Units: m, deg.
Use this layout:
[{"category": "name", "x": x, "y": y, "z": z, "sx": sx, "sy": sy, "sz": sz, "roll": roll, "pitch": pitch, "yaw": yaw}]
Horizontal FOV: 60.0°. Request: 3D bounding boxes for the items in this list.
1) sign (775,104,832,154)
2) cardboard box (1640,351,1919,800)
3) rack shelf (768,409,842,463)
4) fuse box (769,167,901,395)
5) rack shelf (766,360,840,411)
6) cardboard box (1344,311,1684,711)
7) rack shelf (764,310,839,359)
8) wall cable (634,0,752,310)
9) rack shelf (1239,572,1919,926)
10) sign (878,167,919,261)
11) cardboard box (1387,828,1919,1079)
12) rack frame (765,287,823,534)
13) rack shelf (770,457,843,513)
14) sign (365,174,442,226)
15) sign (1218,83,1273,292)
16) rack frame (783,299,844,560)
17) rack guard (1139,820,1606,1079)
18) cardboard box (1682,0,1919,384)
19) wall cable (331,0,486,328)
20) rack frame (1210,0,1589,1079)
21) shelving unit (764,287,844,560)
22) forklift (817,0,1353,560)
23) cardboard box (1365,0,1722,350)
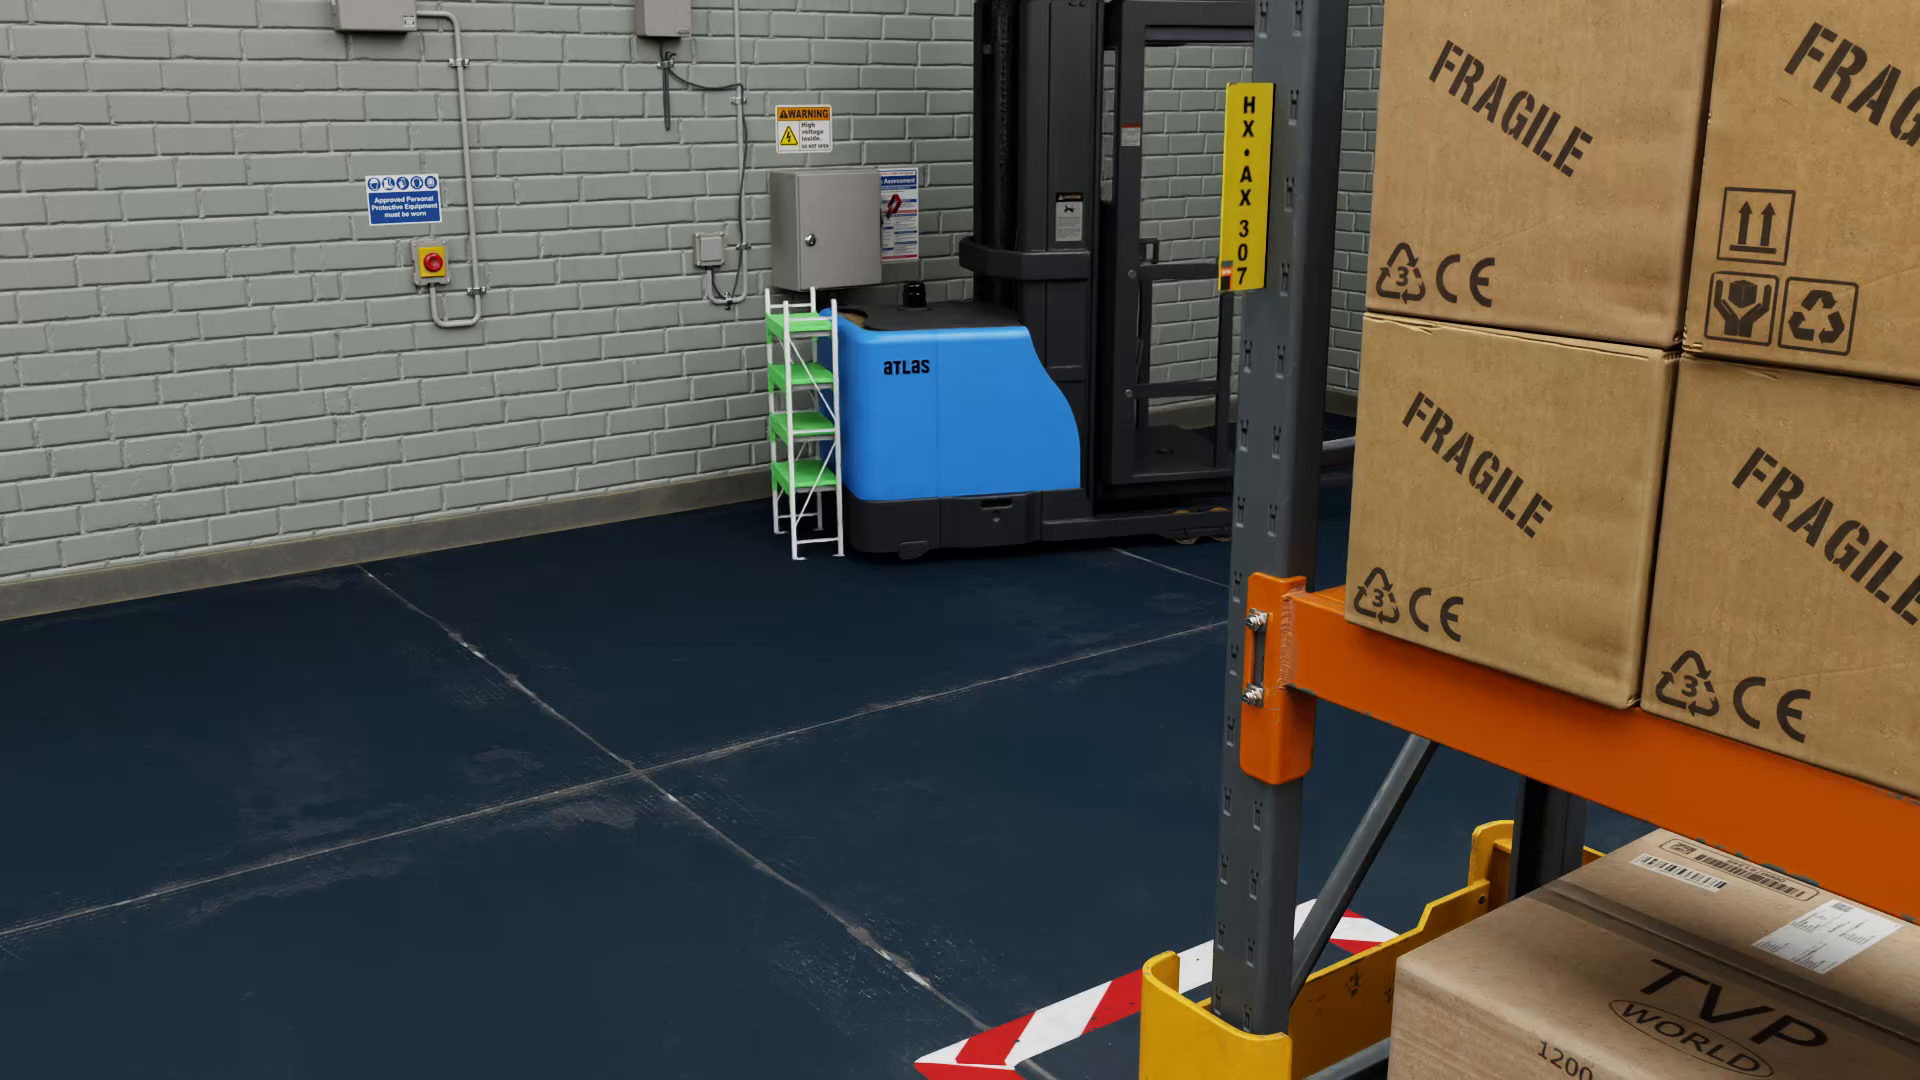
[{"category": "sign", "x": -0.805, "y": -2.123, "z": 8.588, "sx": 0.339, "sy": 0.242, "sz": 0.001, "roll": -11, "pitch": 19, "yaw": -35}, {"category": "cardboard box", "x": 1.281, "y": 0.008, "z": 2.174, "sx": 0.500, "sy": 0.500, "sz": 0.500, "roll": -11, "pitch": 19, "yaw": -35}, {"category": "rack shelf", "x": -0.735, "y": -0.496, "z": 7.851, "sx": 0.258, "sy": 0.148, "sz": 0.480, "roll": -5, "pitch": 16, "yaw": -15}, {"category": "fuse box", "x": -0.639, "y": -1.068, "z": 8.737, "sx": 0.539, "sy": 1.711, "sz": 0.414, "roll": -11, "pitch": 19, "yaw": -35}, {"category": "rack shelf", "x": -0.737, "y": -0.727, "z": 7.787, "sx": 0.258, "sy": 0.148, "sz": 0.480, "roll": -5, "pitch": 16, "yaw": -15}, {"category": "cardboard box", "x": 0.961, "y": -0.095, "z": 2.553, "sx": 0.500, "sy": 0.500, "sz": 0.500, "roll": -11, "pitch": 19, "yaw": -35}, {"category": "rack shelf", "x": -0.739, "y": -0.958, "z": 7.723, "sx": 0.258, "sy": 0.148, "sz": 0.480, "roll": -5, "pitch": 16, "yaw": -15}, {"category": "wall cable", "x": -1.283, "y": -2.107, "z": 8.169, "sx": 0.588, "sy": 1.984, "sz": 0.122, "roll": -11, "pitch": 19, "yaw": -35}, {"category": "rack shelf", "x": 2.087, "y": 0.580, "z": 1.638, "sx": 1.077, "sy": 0.370, "sz": 4.000, "roll": -11, "pitch": 19, "yaw": -35}, {"category": "sign", "x": -0.361, "y": -1.765, "z": 9.021, "sx": 0.329, "sy": 0.494, "sz": 0.001, "roll": -11, "pitch": 19, "yaw": -35}, {"category": "cardboard box", "x": 1.380, "y": 0.964, "z": 2.928, "sx": 0.875, "sy": 0.438, "sz": 0.875, "roll": -12, "pitch": 19, "yaw": -36}, {"category": "rack frame", "x": -0.803, "y": -0.619, "z": 8.060, "sx": 0.240, "sy": 1.200, "sz": 0.015, "roll": -5, "pitch": 16, "yaw": -15}, {"category": "rack shelf", "x": -0.733, "y": -0.264, "z": 7.915, "sx": 0.258, "sy": 0.148, "sz": 0.480, "roll": -5, "pitch": 16, "yaw": -15}, {"category": "sign", "x": -2.499, "y": -1.531, "z": 7.474, "sx": 0.327, "sy": 0.218, "sz": 0.001, "roll": -11, "pitch": 19, "yaw": -35}, {"category": "sign", "x": 0.458, "y": -0.565, "z": 2.669, "sx": 0.100, "sy": 0.325, "sz": 0.005, "roll": -11, "pitch": 19, "yaw": -35}, {"category": "rack frame", "x": -0.668, "y": -0.495, "z": 7.608, "sx": 0.240, "sy": 1.200, "sz": 0.015, "roll": -5, "pitch": 16, "yaw": -15}, {"category": "rack guard", "x": 0.897, "y": 1.006, "z": 3.452, "sx": 1.175, "sy": 0.500, "sz": 0.348, "roll": -11, "pitch": 19, "yaw": -35}, {"category": "cardboard box", "x": 1.272, "y": -0.469, "z": 2.023, "sx": 0.500, "sy": 0.500, "sz": 0.500, "roll": -11, "pitch": 19, "yaw": -36}, {"category": "wall cable", "x": -2.424, "y": -1.900, "z": 7.351, "sx": 0.585, "sy": 1.953, "sz": 0.123, "roll": -11, "pitch": 19, "yaw": -35}, {"category": "rack frame", "x": 0.911, "y": -0.194, "z": 3.103, "sx": 1.000, "sy": 3.000, "sz": 0.127, "roll": -11, "pitch": 19, "yaw": -35}, {"category": "shelving unit", "x": -0.735, "y": -0.557, "z": 7.834, "sx": 0.258, "sy": 1.200, "sz": 0.503, "roll": -5, "pitch": 16, "yaw": -15}, {"category": "forklift", "x": 0.857, "y": -1.520, "z": 8.079, "sx": 3.031, "sy": 2.935, "sz": 1.130, "roll": -4, "pitch": 16, "yaw": -15}, {"category": "cardboard box", "x": 0.963, "y": -0.578, "z": 2.422, "sx": 0.500, "sy": 0.500, "sz": 0.500, "roll": -11, "pitch": 19, "yaw": -36}]
